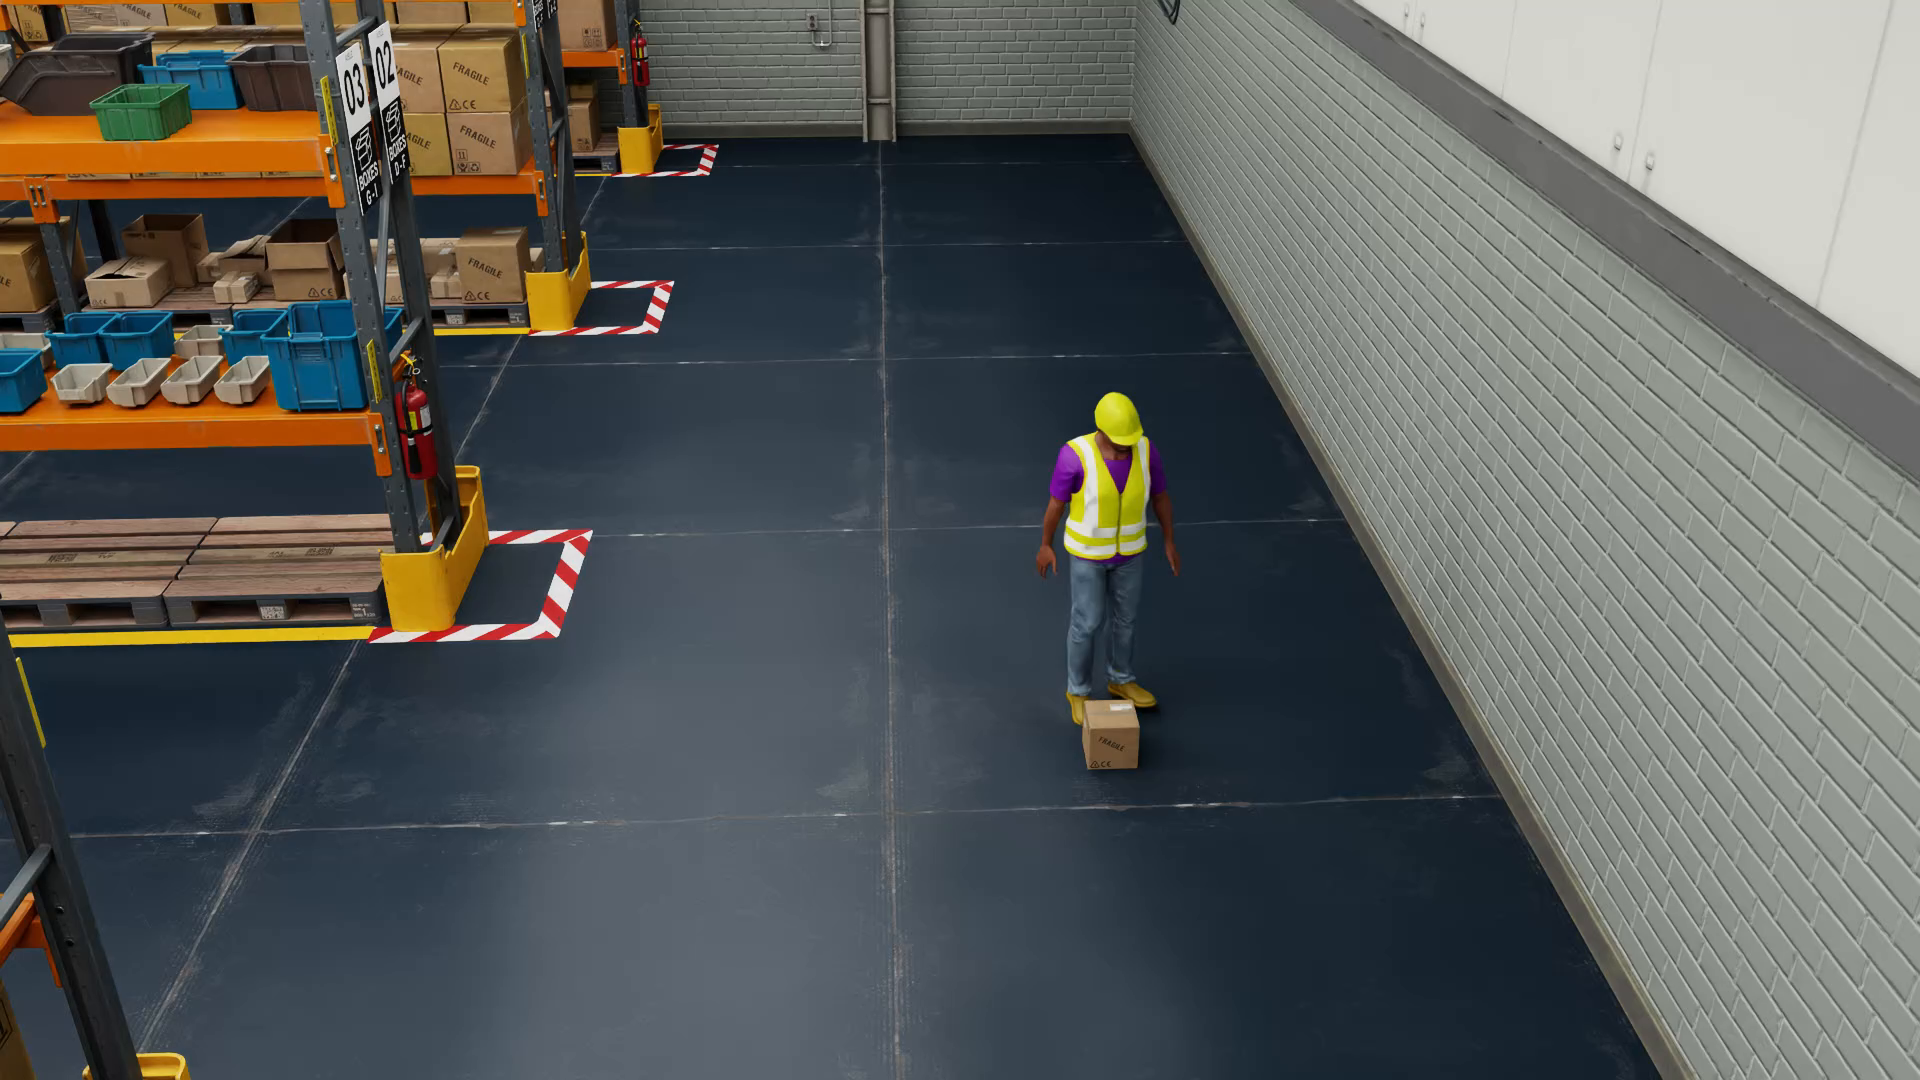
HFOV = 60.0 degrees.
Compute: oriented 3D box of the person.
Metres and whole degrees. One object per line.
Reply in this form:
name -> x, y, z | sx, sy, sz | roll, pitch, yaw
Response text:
person -> 0.779, 0.080, 8.430 | 0.701, 1.802, 0.408 | -10, 29, -18
